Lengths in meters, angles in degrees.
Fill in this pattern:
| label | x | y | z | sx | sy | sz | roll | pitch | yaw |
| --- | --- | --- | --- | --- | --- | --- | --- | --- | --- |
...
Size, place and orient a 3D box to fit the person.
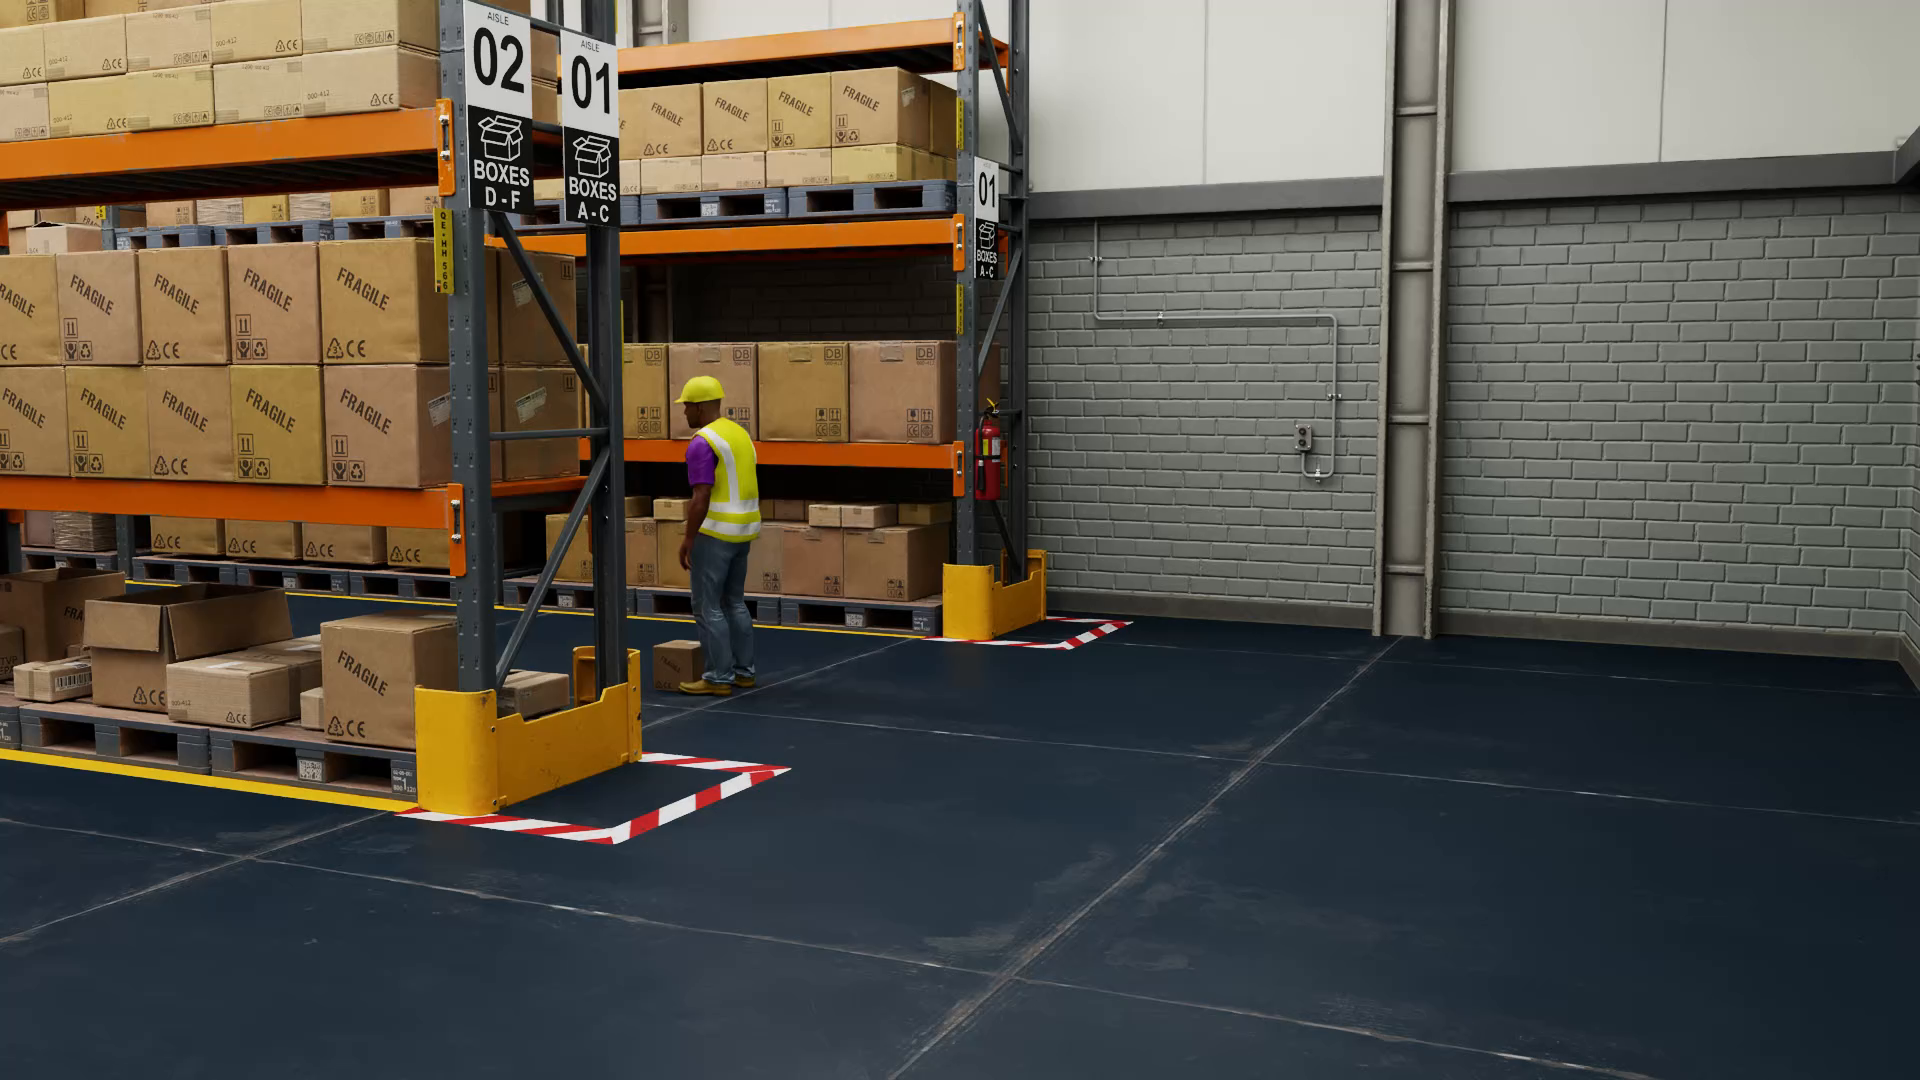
| label | x | y | z | sx | sy | sz | roll | pitch | yaw |
| --- | --- | --- | --- | --- | --- | --- | --- | --- | --- |
| person | -1.353 | -0.029 | 9.243 | 0.454 | 1.761 | 0.636 | 2 | 6 | 21 |
